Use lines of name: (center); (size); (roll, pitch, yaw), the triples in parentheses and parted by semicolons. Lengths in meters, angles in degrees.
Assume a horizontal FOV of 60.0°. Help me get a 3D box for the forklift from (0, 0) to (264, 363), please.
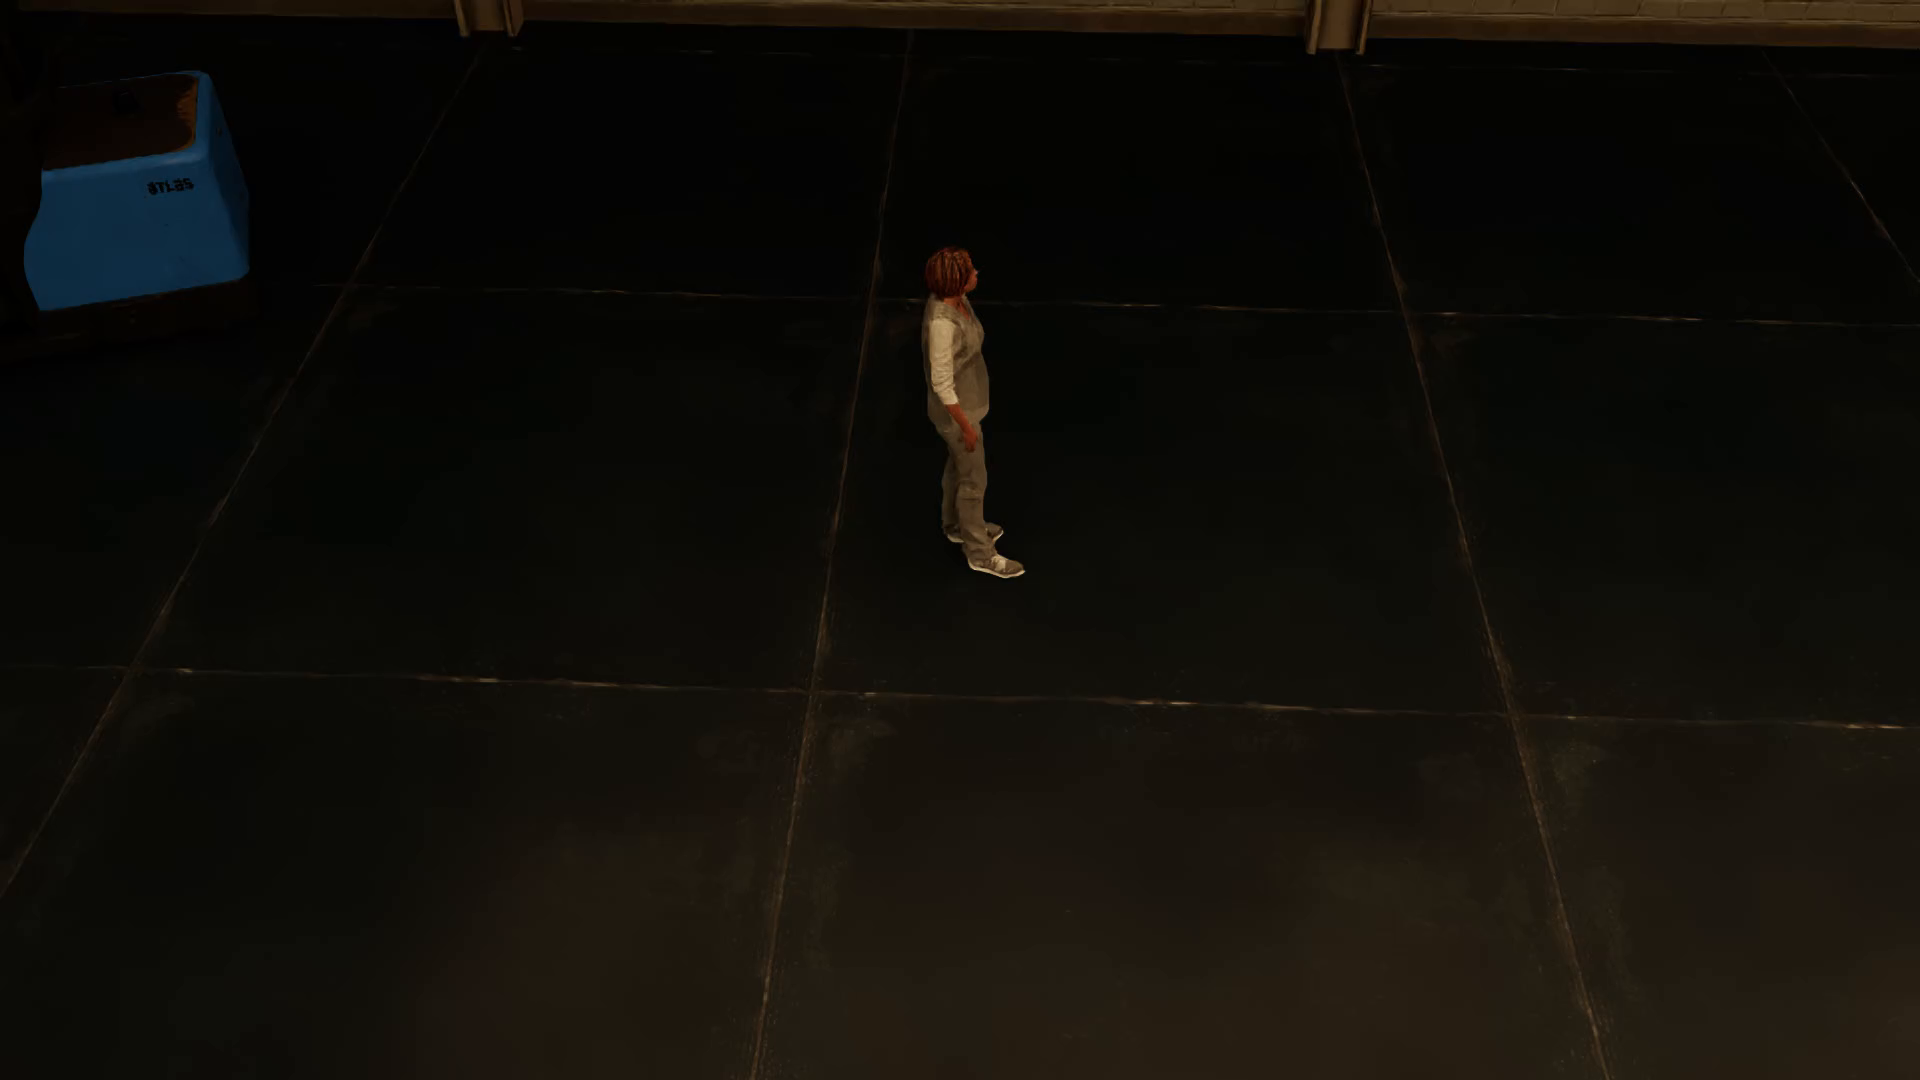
forklift: (-5.436, -2.295, 8.256); (3.031, 2.935, 1.130); (-12, 44, -13)

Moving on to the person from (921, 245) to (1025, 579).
person: (0.073, -0.584, 7.360); (0.474, 1.597, 0.521); (2, 42, 2)
